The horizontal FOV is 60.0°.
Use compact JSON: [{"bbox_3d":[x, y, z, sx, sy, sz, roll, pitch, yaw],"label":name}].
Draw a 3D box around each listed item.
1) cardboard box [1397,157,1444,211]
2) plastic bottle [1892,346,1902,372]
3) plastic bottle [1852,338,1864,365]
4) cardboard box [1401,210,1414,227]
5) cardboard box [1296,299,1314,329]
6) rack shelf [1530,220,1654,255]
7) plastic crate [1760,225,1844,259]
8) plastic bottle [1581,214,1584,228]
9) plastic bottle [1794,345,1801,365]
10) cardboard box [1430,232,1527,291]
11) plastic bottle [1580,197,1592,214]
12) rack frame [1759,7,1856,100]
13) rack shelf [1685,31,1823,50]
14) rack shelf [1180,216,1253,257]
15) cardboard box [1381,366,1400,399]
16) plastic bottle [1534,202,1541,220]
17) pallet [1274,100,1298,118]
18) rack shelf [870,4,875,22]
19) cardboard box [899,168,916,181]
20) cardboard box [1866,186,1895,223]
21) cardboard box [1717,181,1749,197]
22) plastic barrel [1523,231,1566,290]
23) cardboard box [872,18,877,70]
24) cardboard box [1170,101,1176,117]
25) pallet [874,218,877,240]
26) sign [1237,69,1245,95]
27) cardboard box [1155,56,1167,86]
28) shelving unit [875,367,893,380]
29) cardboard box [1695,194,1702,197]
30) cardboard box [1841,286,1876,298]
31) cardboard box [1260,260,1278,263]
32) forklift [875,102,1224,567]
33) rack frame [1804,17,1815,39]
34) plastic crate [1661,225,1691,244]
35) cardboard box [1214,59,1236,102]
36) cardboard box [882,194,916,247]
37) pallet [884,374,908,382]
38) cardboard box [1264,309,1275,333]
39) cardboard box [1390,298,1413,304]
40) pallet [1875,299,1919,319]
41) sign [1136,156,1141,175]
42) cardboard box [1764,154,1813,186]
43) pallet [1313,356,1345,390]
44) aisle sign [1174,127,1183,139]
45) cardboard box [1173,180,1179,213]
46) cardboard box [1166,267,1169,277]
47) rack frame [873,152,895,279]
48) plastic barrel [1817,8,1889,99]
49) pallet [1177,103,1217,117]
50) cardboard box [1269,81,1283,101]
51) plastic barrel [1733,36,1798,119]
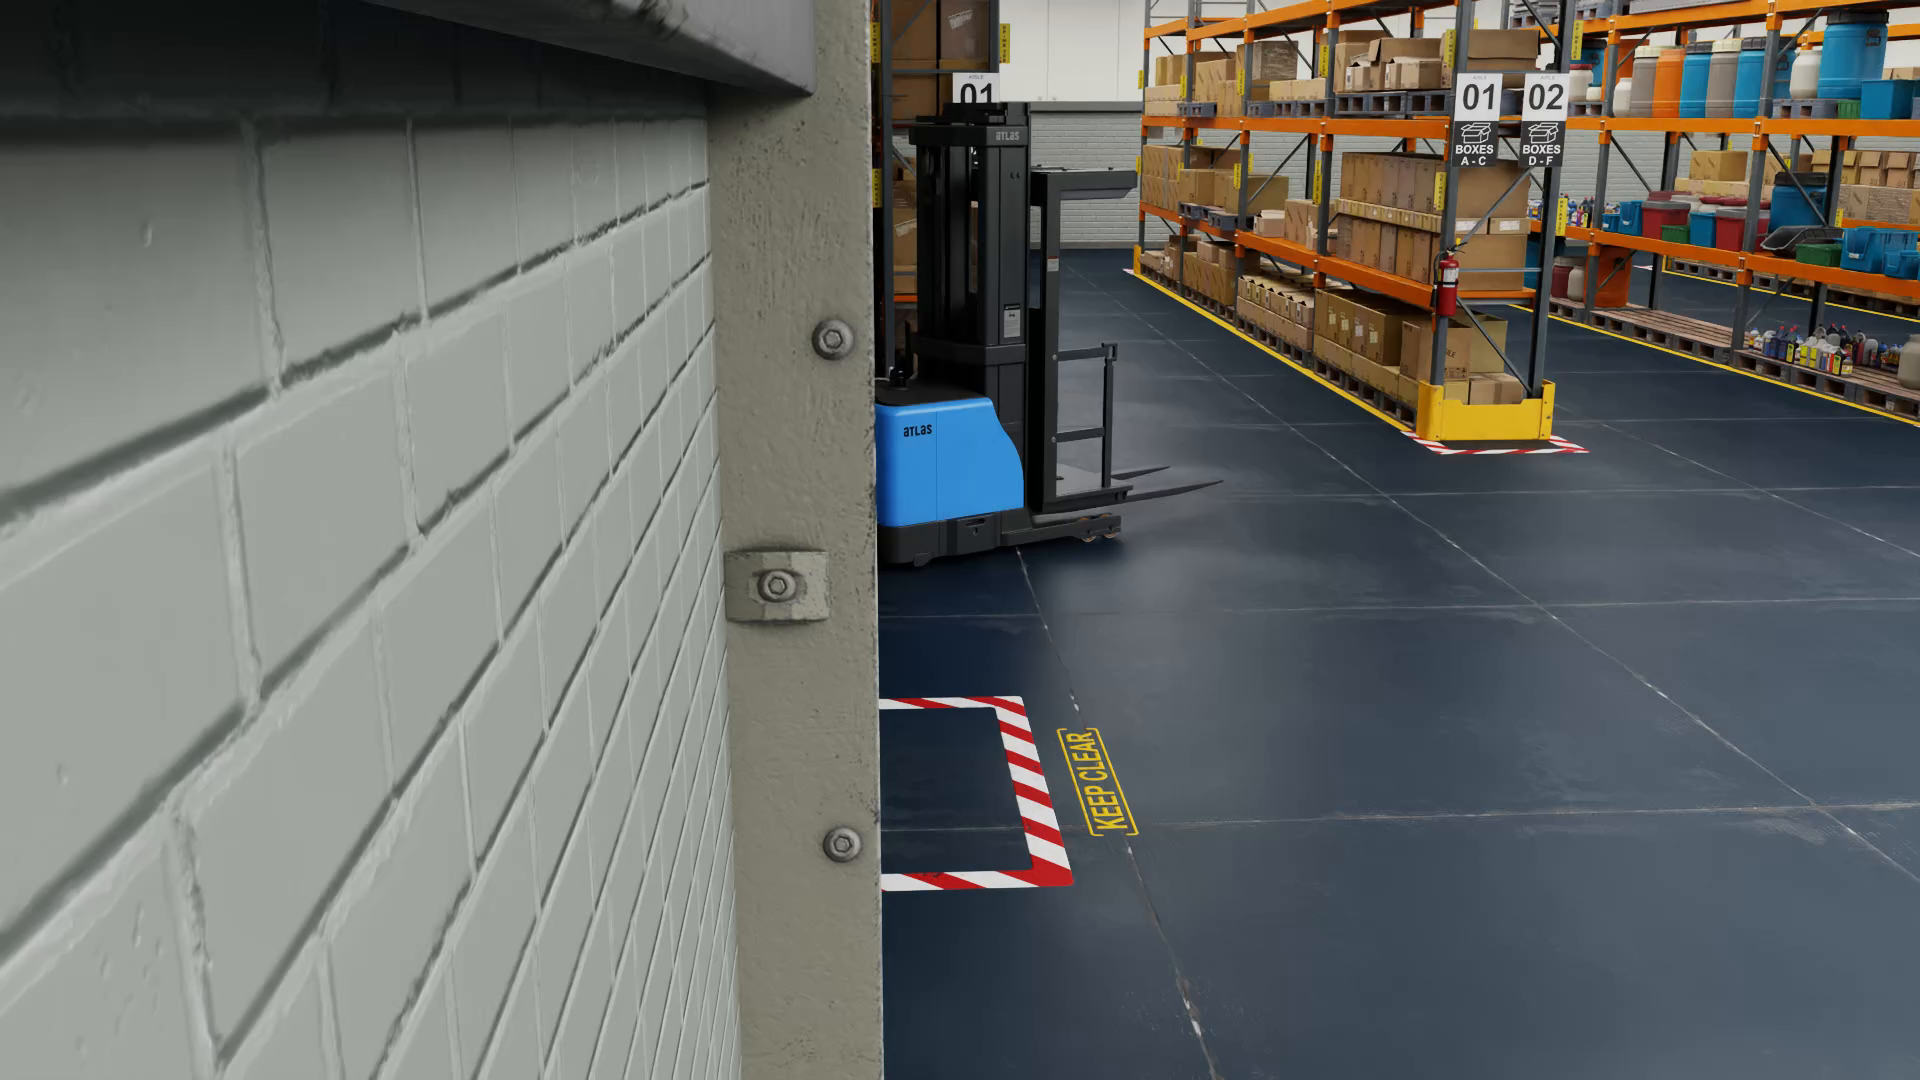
[{"bbox_3d":[4.688,-3.467,16.177,0.700,0.500,0.500,-1,14,-3],"label":"cardboard box"},{"bbox_3d":[9.899,-1.913,17.534,0.097,0.271,0.097,0,14,0],"label":"plastic bottle"},{"bbox_3d":[9.733,-2.047,18.029,0.061,0.283,0.133,-1,14,-3],"label":"plastic bottle"},{"bbox_3d":[4.500,-3.116,16.114,0.380,0.149,0.250,0,14,-2],"label":"cardboard box"},{"bbox_3d":[4.218,-2.639,19.314,0.500,0.311,0.500,-1,14,-3],"label":"cardboard box"},{"bbox_3d":[9.102,-4.619,24.902,1.077,0.370,4.000,-1,14,-3],"label":"rack shelf"},{"bbox_3d":[9.379,-3.313,18.507,0.767,0.338,0.504,-1,14,-3],"label":"plastic crate"},{"bbox_3d":[8.786,-4.497,23.382,0.097,0.201,0.097,0,14,0],"label":"plastic bottle"},{"bbox_3d":[9.115,-2.008,18.044,0.097,0.201,0.097,0,14,0],"label":"plastic bottle"},{"bbox_3d":[4.761,-2.569,15.292,0.700,0.500,0.500,-1,14,-3],"label":"cardboard box"},{"bbox_3d":[9.286,-4.907,24.679,0.144,0.351,0.185,-1,14,-3],"label":"plastic bottle"},{"bbox_3d":[9.474,-6.380,18.265,1.000,3.000,0.127,-1,14,-3],"label":"rack frame"},{"bbox_3d":[13.798,-8.402,28.368,1.077,0.370,4.000,-1,14,-3],"label":"rack shelf"},{"bbox_3d":[4.158,-4.543,24.608,1.077,0.370,4.000,-1,14,-3],"label":"rack shelf"},{"bbox_3d":[4.406,-1.529,16.126,0.500,0.250,0.500,-1,14,-3],"label":"cardboard box"},{"bbox_3d":[8.684,-4.940,24.964,0.097,0.271,0.097,0,14,0],"label":"plastic bottle"},{"bbox_3d":[4.485,-5.310,20.504,1.003,0.211,1.213,0,14,-1],"label":"pallet"},{"bbox_3d":[-0.538,-6.183,19.743,1.077,0.370,4.000,-1,14,-3],"label":"rack shelf"},{"bbox_3d":[-0.576,-4.727,21.495,0.380,0.149,0.250,-3,15,-13],"label":"cardboard box"},{"bbox_3d":[13.831,-4.967,24.610,0.500,0.500,0.500,-1,14,-5],"label":"cardboard box"},{"bbox_3d":[13.538,-6.100,28.918,0.500,0.250,0.500,-1,14,-5],"label":"cardboard box"},{"bbox_3d":[9.039,-4.340,25.743,0.600,0.901,0.708,-1,14,-3],"label":"plastic barrel"},{"bbox_3d":[-0.669,-5.191,17.414,0.500,0.500,0.500,-1,14,-2],"label":"cardboard box"},{"bbox_3d":[3.718,-7.010,27.035,0.500,0.250,0.500,-1,14,-3],"label":"cardboard box"},{"bbox_3d":[-0.512,-4.048,21.626,1.213,0.211,1.003,-1,14,-3],"label":"pallet"},{"bbox_3d":[3.740,-6.089,22.117,0.100,0.325,0.005,-1,14,-3],"label":"sign"},{"bbox_3d":[3.781,-8.116,28.823,0.700,0.500,0.500,-1,14,-3],"label":"cardboard box"},{"bbox_3d":[-0.670,-0.542,11.203,0.258,1.200,0.503,7,16,37],"label":"shelving unit"},{"bbox_3d":[13.417,-6.129,29.830,0.380,0.149,0.250,-1,14,-4],"label":"cardboard box"},{"bbox_3d":[14.100,-4.114,24.919,1.225,0.875,0.875,-1,14,-3],"label":"cardboard box"},{"bbox_3d":[4.437,-3.899,24.794,0.500,0.500,0.500,-1,14,-5],"label":"cardboard box"},{"bbox_3d":[0.518,-1.506,11.496,3.031,2.935,1.130,-9,17,-33],"label":"forklift"},{"bbox_3d":[13.922,-8.446,26.295,1.000,3.000,0.127,-1,14,-3],"label":"rack frame"},{"bbox_3d":[9.084,-3.801,20.705,0.450,0.188,0.662,-1,14,-3],"label":"plastic crate"},{"bbox_3d":[4.077,-6.684,24.220,0.600,0.600,0.600,-1,15,-6],"label":"cardboard box"},{"bbox_3d":[-0.540,-3.249,16.892,0.500,0.500,0.500,0,14,-2],"label":"cardboard box"},{"bbox_3d":[-0.259,-1.501,16.937,1.003,0.211,1.213,-1,14,-3],"label":"pallet"},{"bbox_3d":[4.123,-2.750,20.868,0.500,0.250,0.500,-1,14,-2],"label":"cardboard box"},{"bbox_3d":[4.831,-2.274,17.514,0.500,0.500,0.500,-1,14,-3],"label":"cardboard box"},{"bbox_3d":[14.196,-3.393,24.290,1.003,0.211,1.213,-1,14,-3],"label":"pallet"},{"bbox_3d":[3.245,-6.795,30.178,0.100,0.325,0.005,-1,14,-3],"label":"sign"},{"bbox_3d":[13.626,-6.086,27.359,0.500,0.500,0.500,0,14,-2],"label":"cardboard box"},{"bbox_3d":[4.537,-1.851,18.295,1.003,0.211,1.213,-1,14,-3],"label":"pallet"},{"bbox_3d":[4.088,-7.665,30.079,0.394,0.787,0.004,-1,14,-3],"label":"aisle sign"},{"bbox_3d":[3.747,-5.558,26.907,0.500,0.500,0.500,-1,14,-3],"label":"cardboard box"},{"bbox_3d":[3.633,-4.451,27.645,0.380,0.149,0.250,-1,14,-3],"label":"cardboard box"},{"bbox_3d":[-0.910,-5.312,26.151,1.000,3.000,0.127,-1,14,-3],"label":"rack frame"},{"bbox_3d":[9.429,-5.125,17.556,0.600,0.901,0.708,-1,14,-3],"label":"plastic barrel"},{"bbox_3d":[4.004,-6.587,25.467,1.213,0.211,1.003,-1,14,-3],"label":"pallet"},{"bbox_3d":[4.366,-5.866,21.743,0.500,0.250,0.500,-2,15,-8],"label":"cardboard box"},{"bbox_3d":[9.226,-5.294,19.055,0.600,0.901,0.708,-1,14,-3],"label":"plastic barrel"}]
